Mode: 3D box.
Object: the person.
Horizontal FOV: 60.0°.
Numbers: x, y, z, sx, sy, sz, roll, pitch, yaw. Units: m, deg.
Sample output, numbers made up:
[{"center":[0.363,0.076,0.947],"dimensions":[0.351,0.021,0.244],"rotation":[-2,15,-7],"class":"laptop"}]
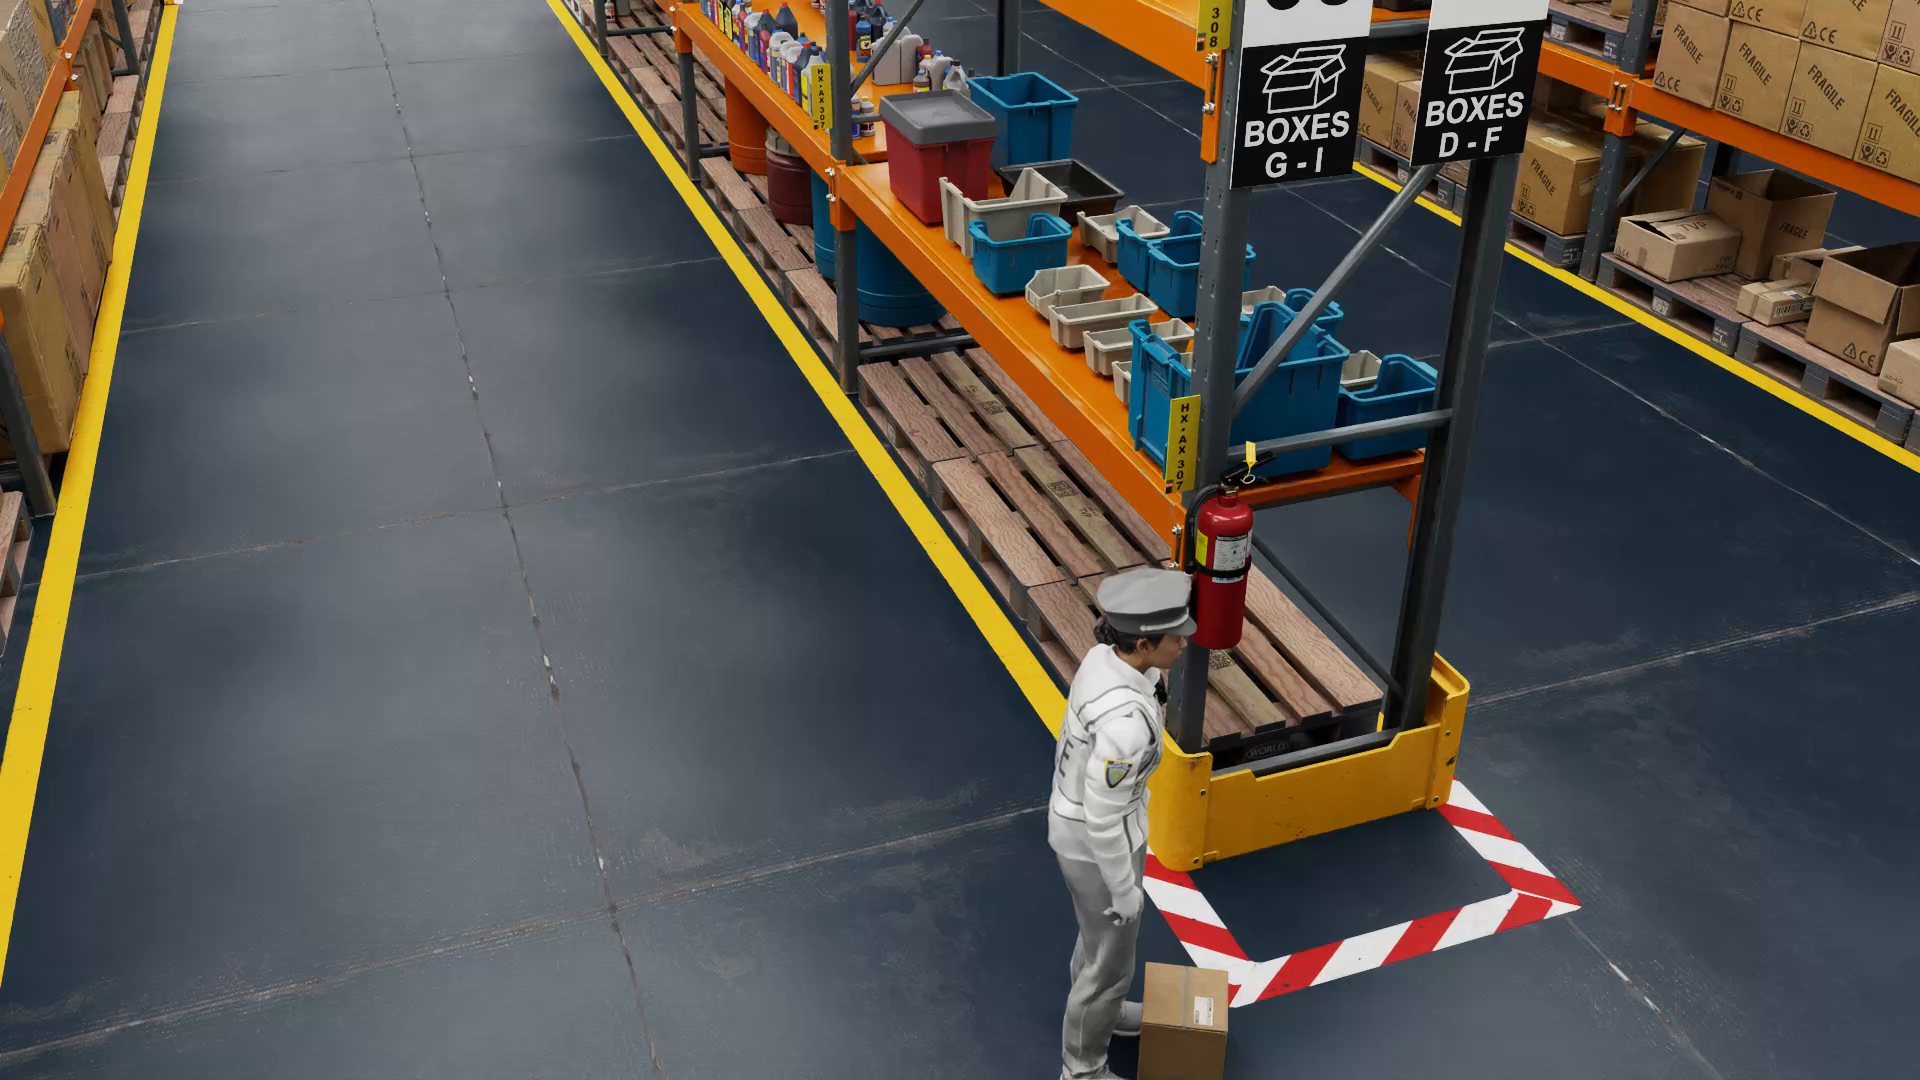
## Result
[{"center":[0.431,0.834,4.679],"dimensions":[0.370,1.667,0.549],"rotation":[3,30,6],"class":"person"}]
